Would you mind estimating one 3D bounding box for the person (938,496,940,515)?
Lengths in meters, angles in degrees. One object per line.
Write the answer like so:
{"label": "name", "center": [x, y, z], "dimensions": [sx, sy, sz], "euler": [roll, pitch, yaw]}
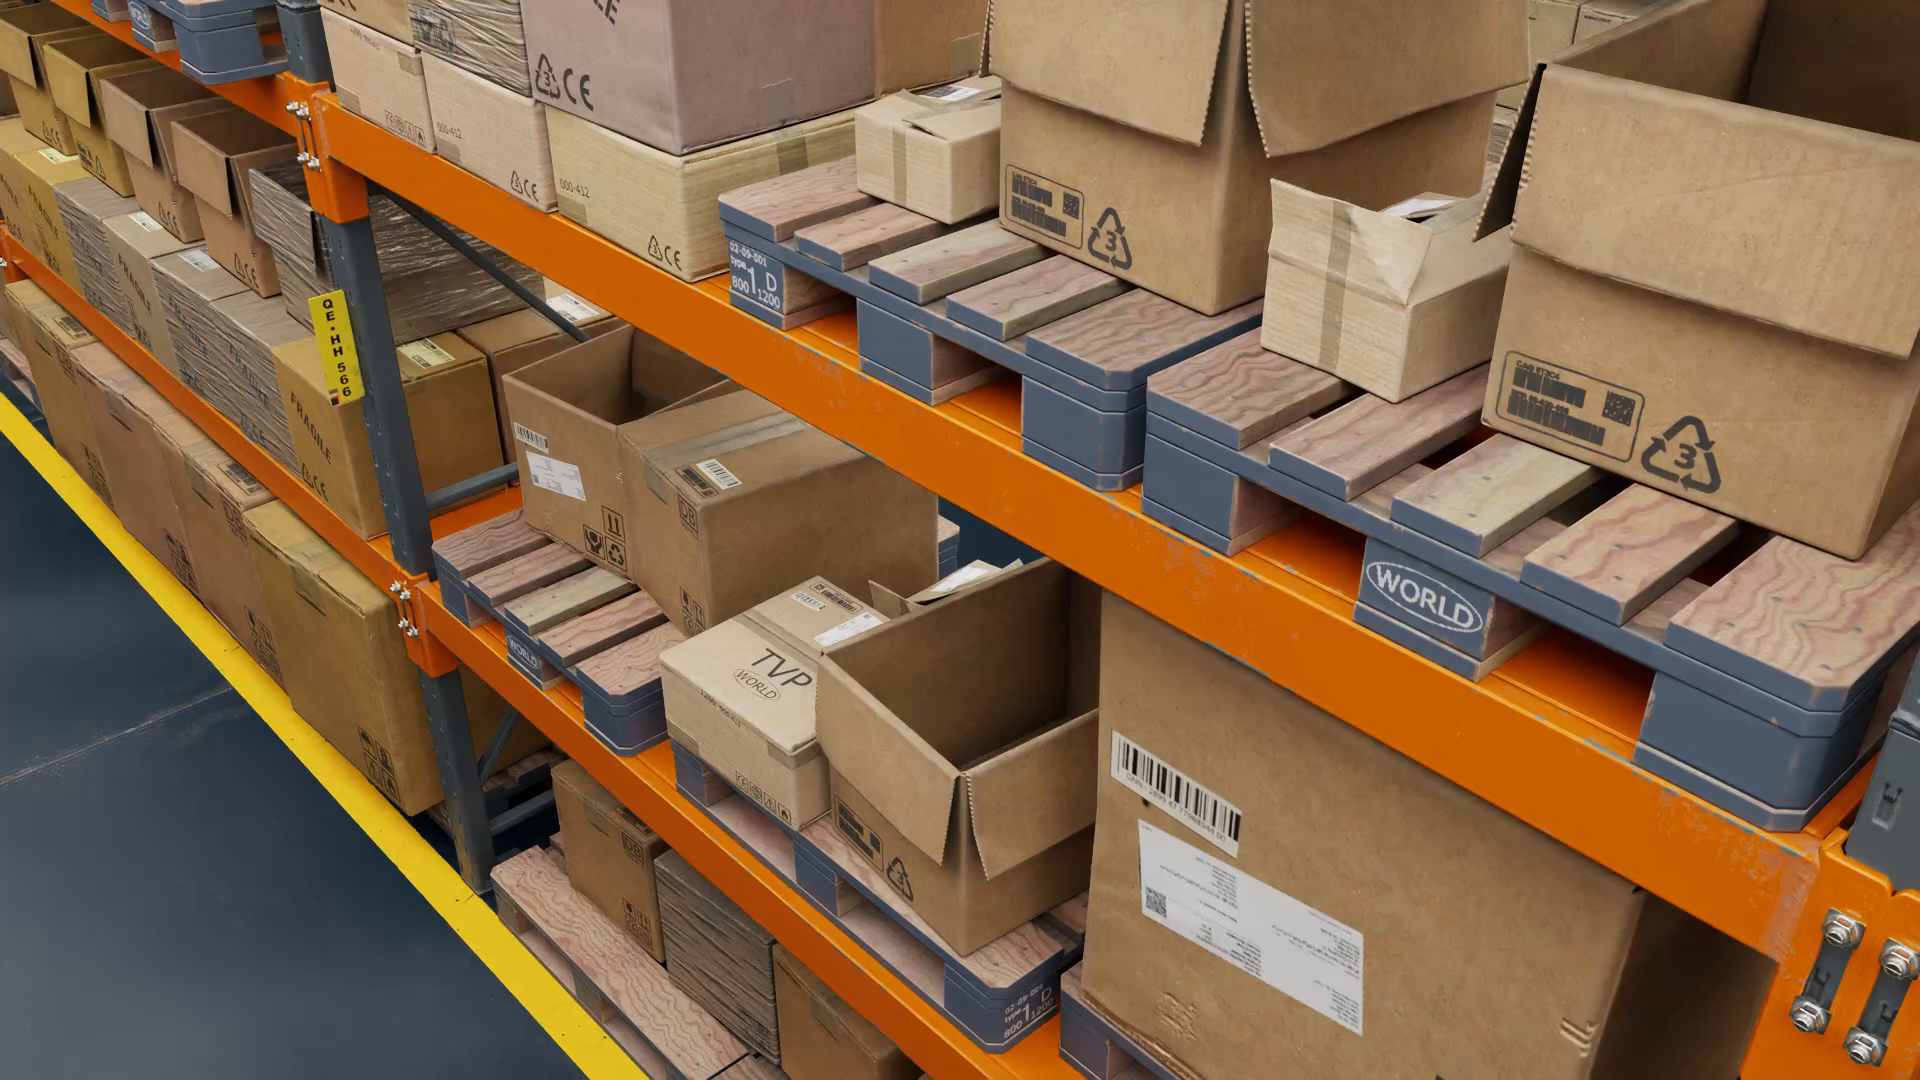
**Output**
{"label": "person", "center": [-0.248, -0.519, 7.019], "dimensions": [0.439, 1.708, 0.375], "euler": [-25, 40, -34]}
